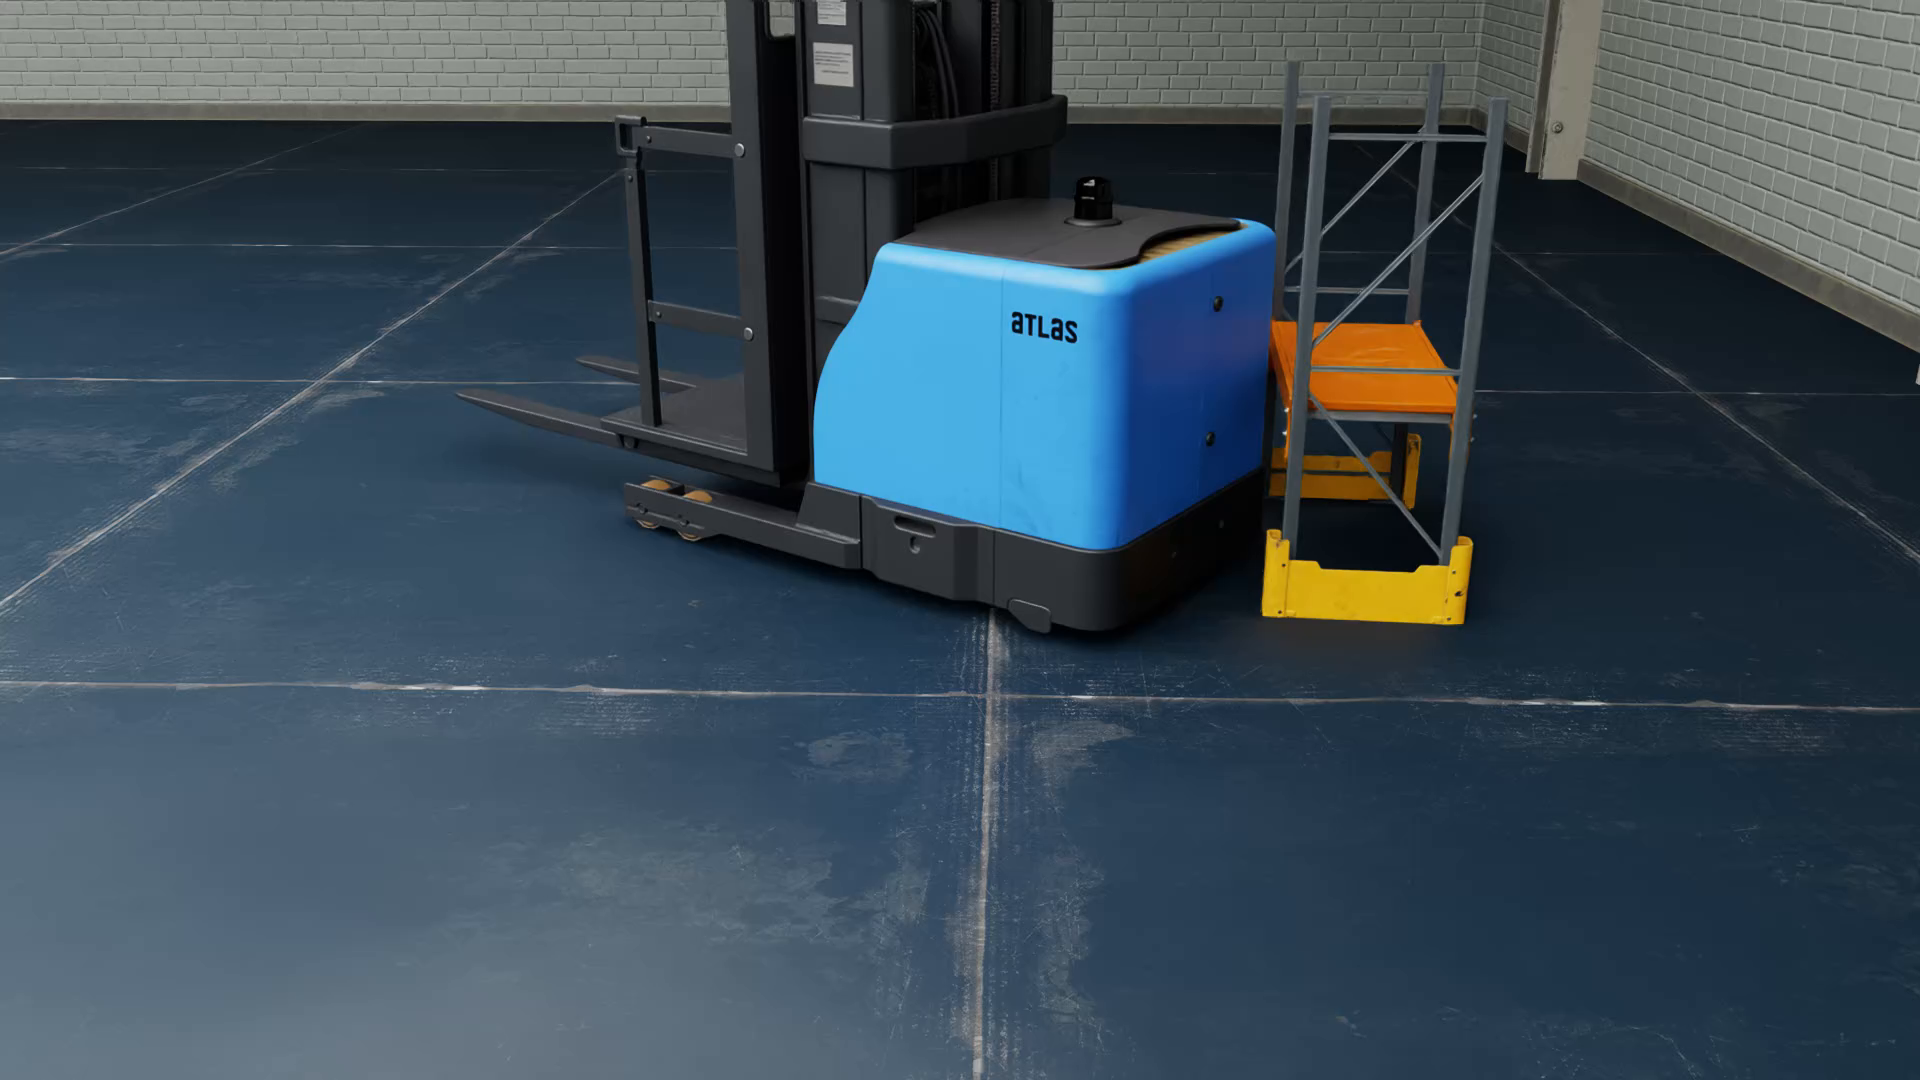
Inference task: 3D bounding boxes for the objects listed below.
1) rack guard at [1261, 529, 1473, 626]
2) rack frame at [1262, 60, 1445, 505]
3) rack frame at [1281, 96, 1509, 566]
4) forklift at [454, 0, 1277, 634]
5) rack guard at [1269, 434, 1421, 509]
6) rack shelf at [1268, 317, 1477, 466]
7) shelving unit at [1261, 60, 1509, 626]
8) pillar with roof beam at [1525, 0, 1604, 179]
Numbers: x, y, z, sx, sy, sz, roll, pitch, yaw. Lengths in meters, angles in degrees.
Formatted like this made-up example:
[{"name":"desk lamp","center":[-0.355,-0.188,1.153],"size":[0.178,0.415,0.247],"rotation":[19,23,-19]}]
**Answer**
[{"name":"rack guard","center":[1.194,0.109,4.901],"size":[0.587,0.250,0.087],"rotation":[2,21,6]},{"name":"rack frame","center":[1.303,-0.838,5.617],"size":[0.500,1.500,0.032],"rotation":[2,21,6]},{"name":"rack frame","center":[1.194,-0.473,4.674],"size":[0.500,1.500,0.032],"rotation":[2,21,6]},{"name":"forklift","center":[-0.517,-1.501,5.346],"size":[3.031,2.935,1.130],"rotation":[15,26,33]},{"name":"rack guard","center":[1.301,-0.249,5.825],"size":[0.587,0.250,0.087],"rotation":[2,21,6]},{"name":"rack shelf","center":[1.248,-0.488,5.210],"size":[0.538,0.185,1.000],"rotation":[2,21,6]},{"name":"shelving unit","center":[1.247,-0.652,5.137],"size":[0.587,1.500,1.083],"rotation":[2,21,6]},{"name":"pillar with roof beam","center":[0.231,-7.033,11.216],"size":[9.100,9.000,0.400],"rotation":[1,21,2]}]
